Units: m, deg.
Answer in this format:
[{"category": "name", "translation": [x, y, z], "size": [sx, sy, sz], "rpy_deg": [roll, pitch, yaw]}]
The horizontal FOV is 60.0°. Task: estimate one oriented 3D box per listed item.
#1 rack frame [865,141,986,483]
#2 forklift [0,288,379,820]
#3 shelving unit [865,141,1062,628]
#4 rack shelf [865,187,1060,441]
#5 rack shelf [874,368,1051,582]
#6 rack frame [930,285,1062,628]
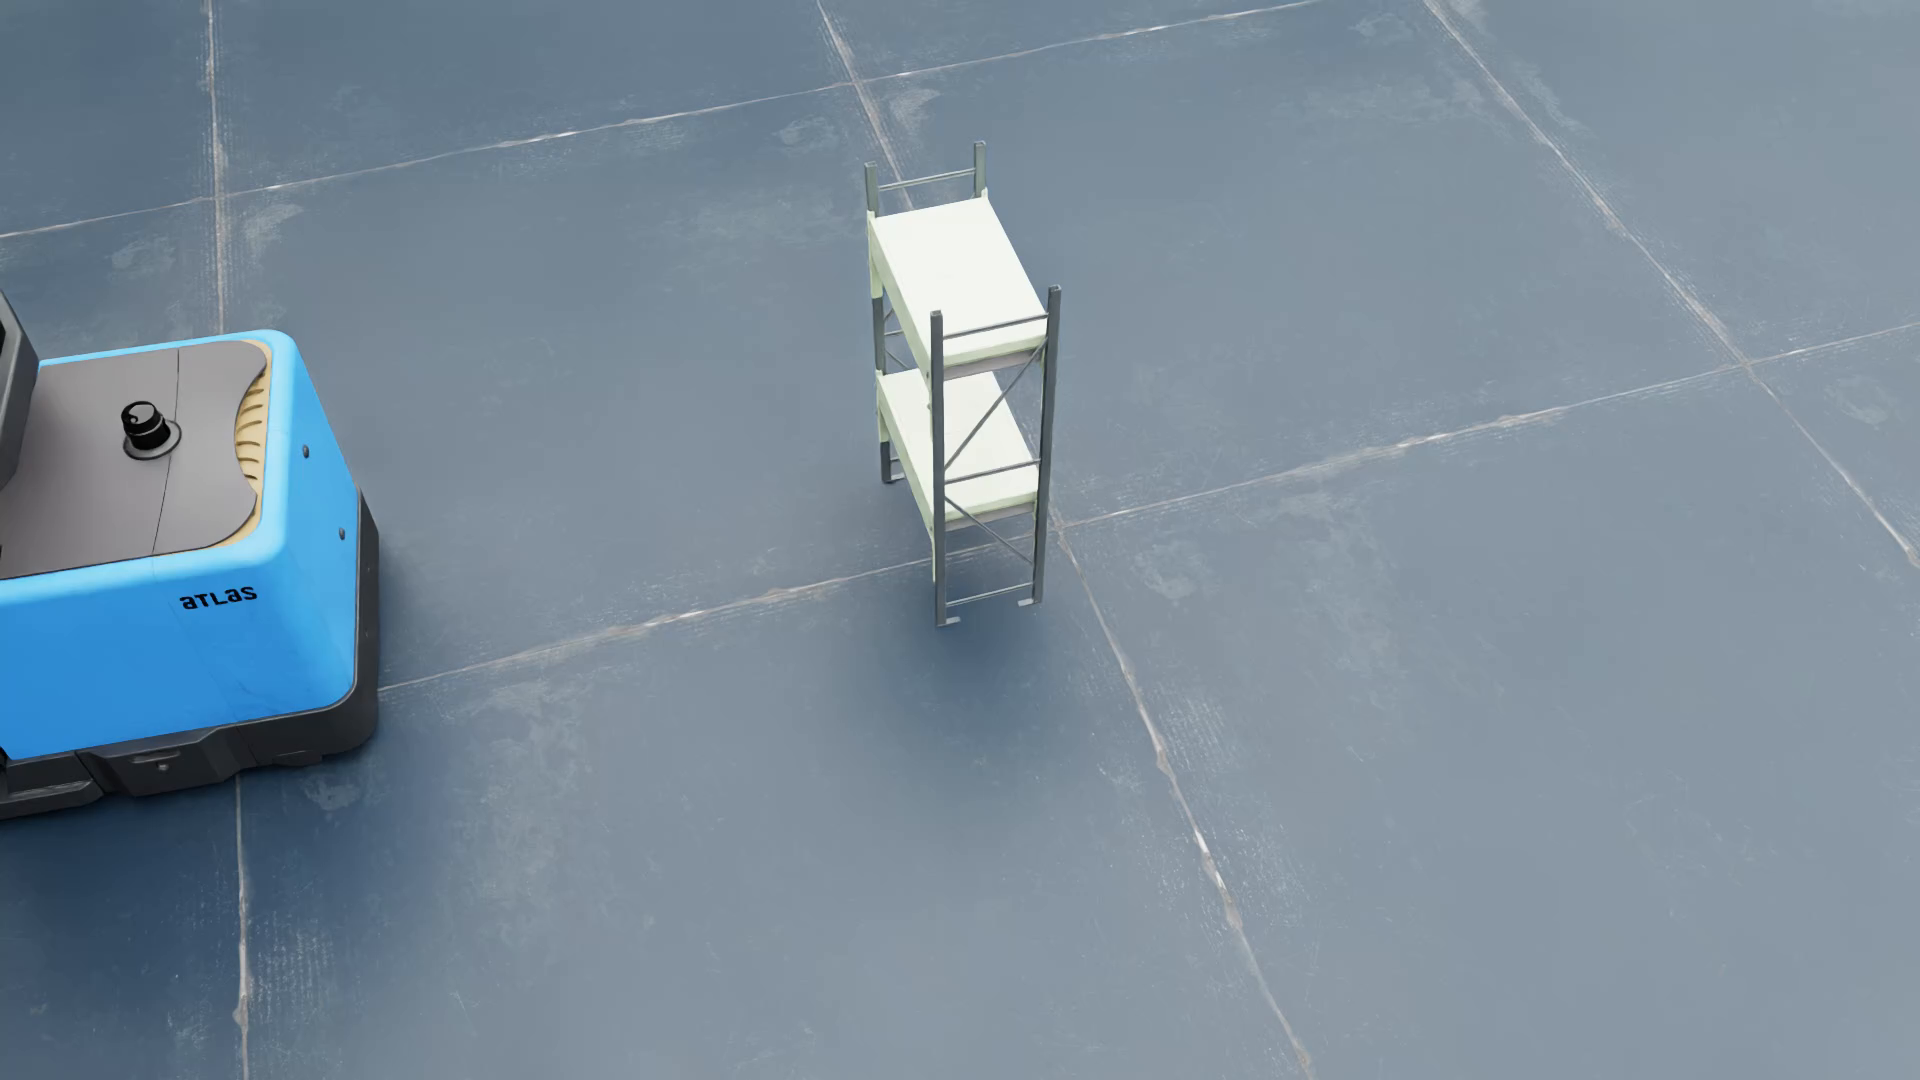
[{"category": "rack frame", "translation": [-0.110, -0.756, 5.906], "size": [0.400, 1.500, 0.023], "rpy_deg": [-13, 51, -11]}, {"category": "forklift", "translation": [-3.548, -0.355, 4.633], "size": [3.031, 2.935, 1.130], "rpy_deg": [-9, 51, -8]}, {"category": "shelving unit", "translation": [-0.002, -0.488, 5.681], "size": [0.431, 1.500, 0.755], "rpy_deg": [-13, 51, -11]}, {"category": "rack shelf", "translation": [-0.002, -0.740, 5.382], "size": [0.431, 0.370, 0.720], "rpy_deg": [-13, 51, -11]}, {"category": "rack shelf", "translation": [-0.002, -0.278, 5.930], "size": [0.431, 0.370, 0.720], "rpy_deg": [-13, 51, -11]}, {"category": "rack frame", "translation": [0.106, -0.221, 5.455], "size": [0.400, 1.500, 0.023], "rpy_deg": [-13, 51, -11]}]
